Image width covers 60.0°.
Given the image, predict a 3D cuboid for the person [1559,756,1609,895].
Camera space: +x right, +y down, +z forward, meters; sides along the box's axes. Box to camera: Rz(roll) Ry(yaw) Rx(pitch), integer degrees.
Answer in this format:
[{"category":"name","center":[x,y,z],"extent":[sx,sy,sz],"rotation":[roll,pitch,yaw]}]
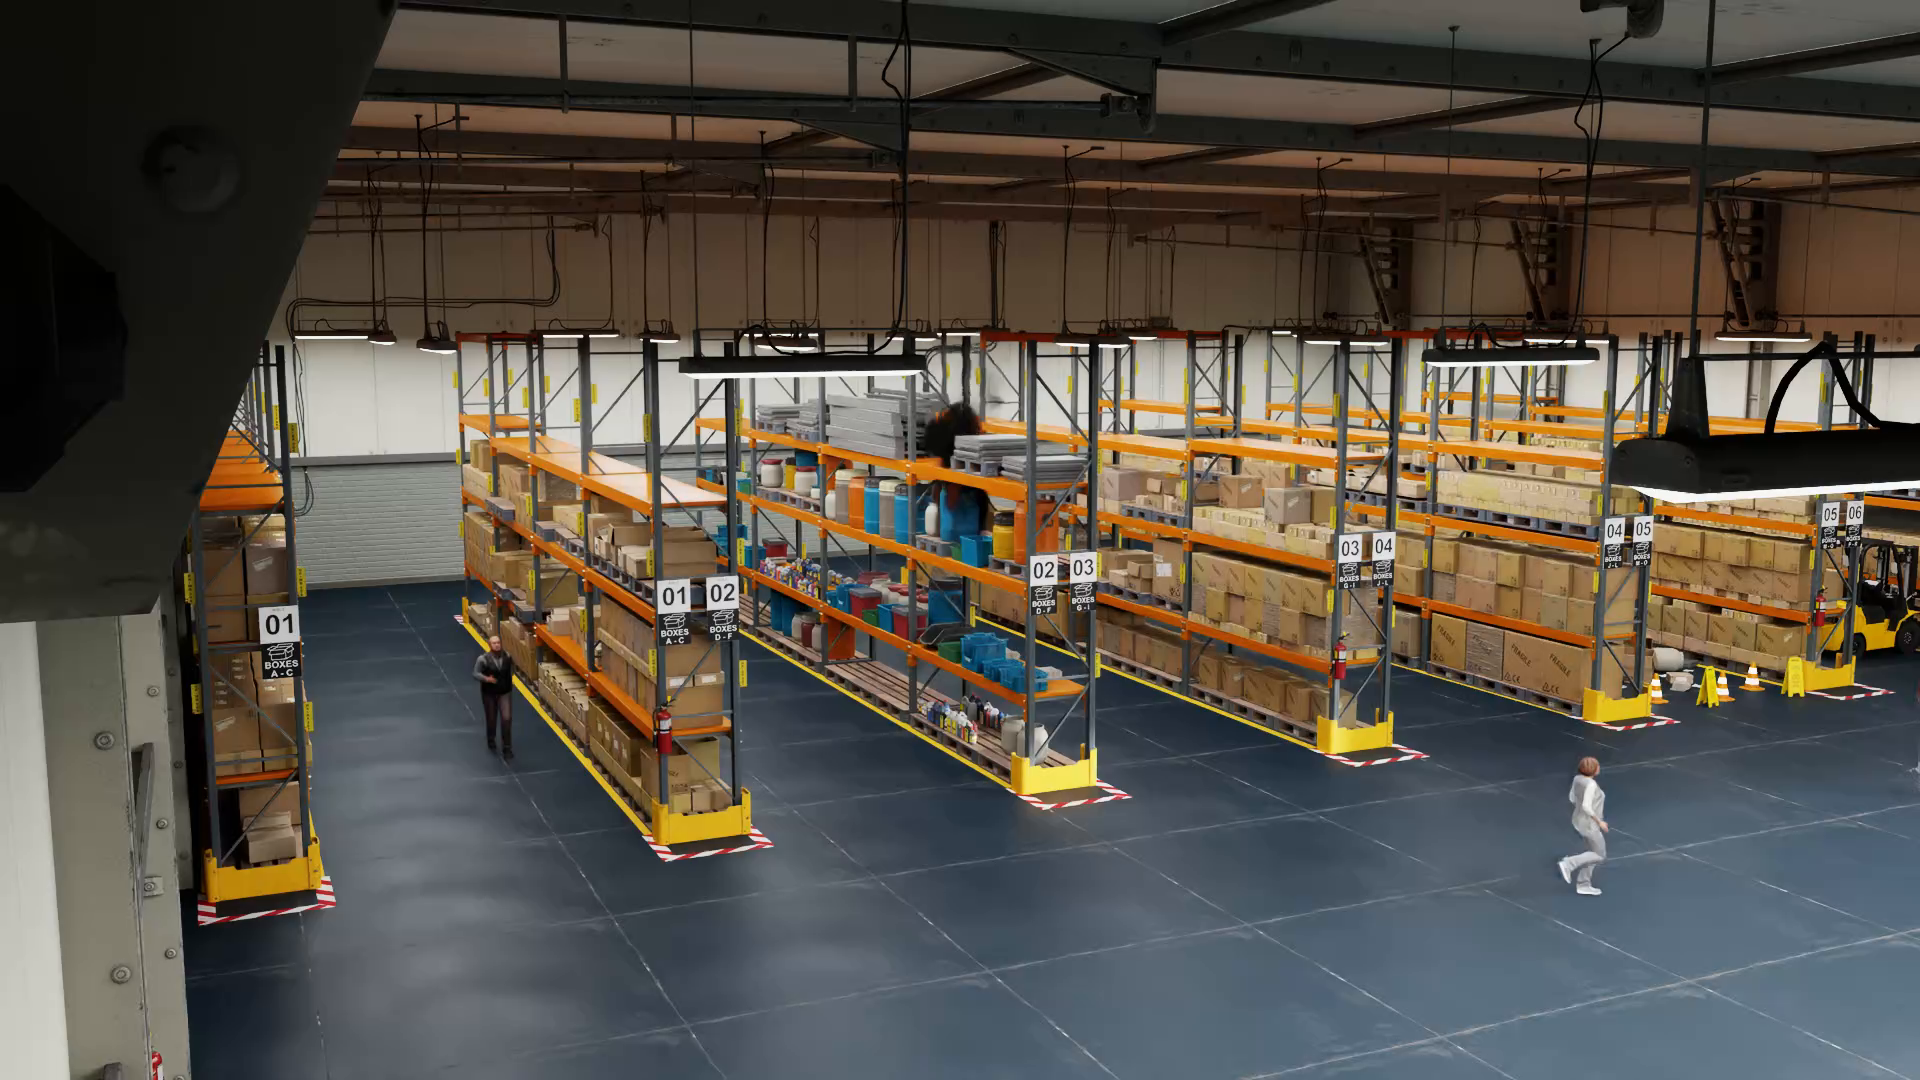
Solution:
[{"category":"person","center":[6.838,3.130,18.201],"extent":[0.502,1.558,0.542],"rotation":[0,8,-1]}]

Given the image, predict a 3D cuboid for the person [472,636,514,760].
[{"category":"person","center":[-6.713,2.254,24.022],"extent":[0.640,1.770,0.802],"rotation":[-4,9,-25]}]
